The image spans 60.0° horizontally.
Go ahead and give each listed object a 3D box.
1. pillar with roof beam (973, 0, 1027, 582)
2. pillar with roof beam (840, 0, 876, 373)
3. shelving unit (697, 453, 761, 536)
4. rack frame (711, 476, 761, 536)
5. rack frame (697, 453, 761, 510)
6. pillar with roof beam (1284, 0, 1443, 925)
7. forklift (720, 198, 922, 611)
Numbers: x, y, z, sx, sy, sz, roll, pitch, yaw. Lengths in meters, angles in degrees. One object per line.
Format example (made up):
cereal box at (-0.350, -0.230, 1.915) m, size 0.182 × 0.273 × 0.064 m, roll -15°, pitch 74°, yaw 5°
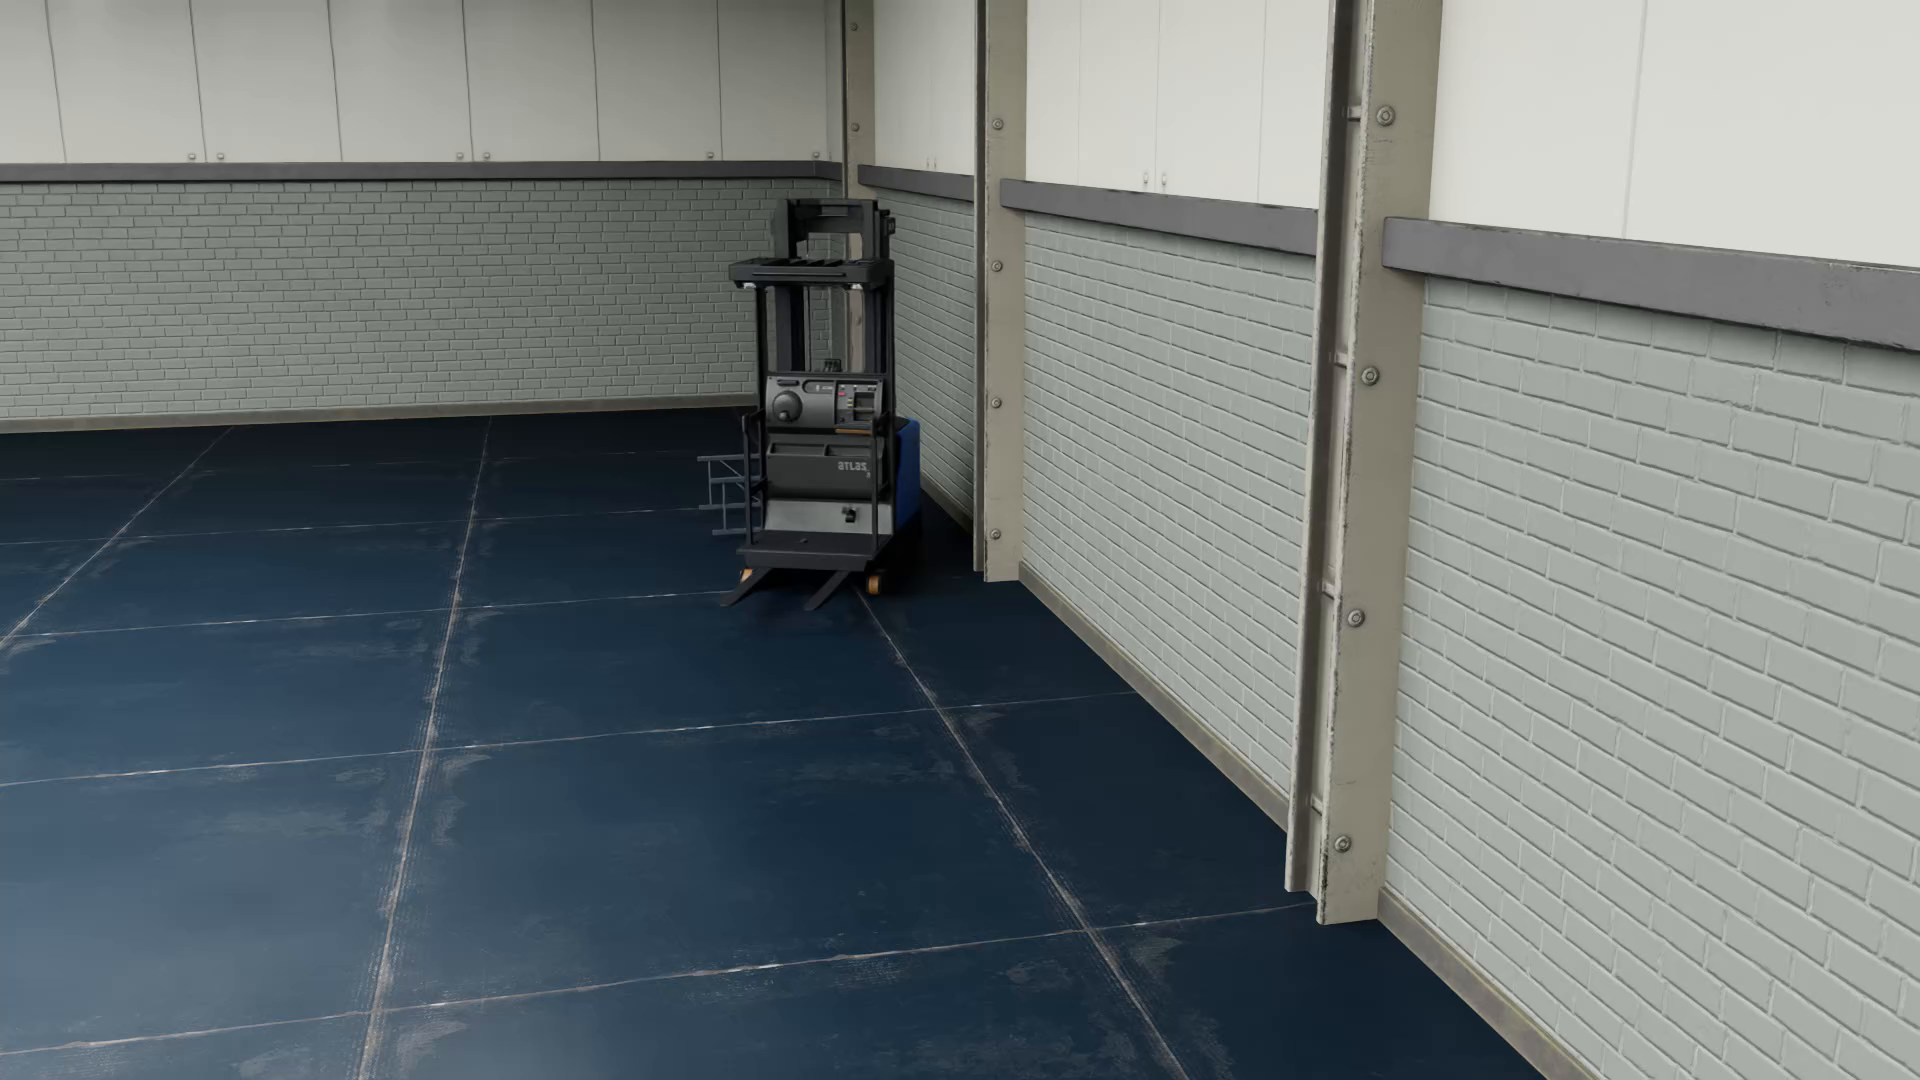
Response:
pillar with roof beam at (-3.881, -3.855, 11.245) m, size 9.100 × 9.000 × 0.400 m, roll -3°, pitch 14°, yaw -13°
pillar with roof beam at (-5.291, -5.239, 16.910) m, size 9.100 × 9.000 × 0.400 m, roll -3°, pitch 14°, yaw -13°
shelving unit at (-1.540, -0.446, 14.961) m, size 1.500 × 0.587 × 1.083 m, roll -4°, pitch 14°, yaw -15°
rack frame at (-1.409, -0.332, 14.493) m, size 1.500 × 0.500 × 0.032 m, roll -4°, pitch 14°, yaw -15°
rack frame at (-1.676, -0.564, 15.446) m, size 1.500 × 0.500 × 0.032 m, roll -4°, pitch 14°, yaw -15°
pillar with roof beam at (-2.472, -2.471, 5.579) m, size 9.100 × 9.000 × 0.400 m, roll -3°, pitch 14°, yaw -13°
forklift at (-1.086, -1.089, 12.709) m, size 1.130 × 2.935 × 3.031 m, roll 2°, pitch 14°, yaw 10°
